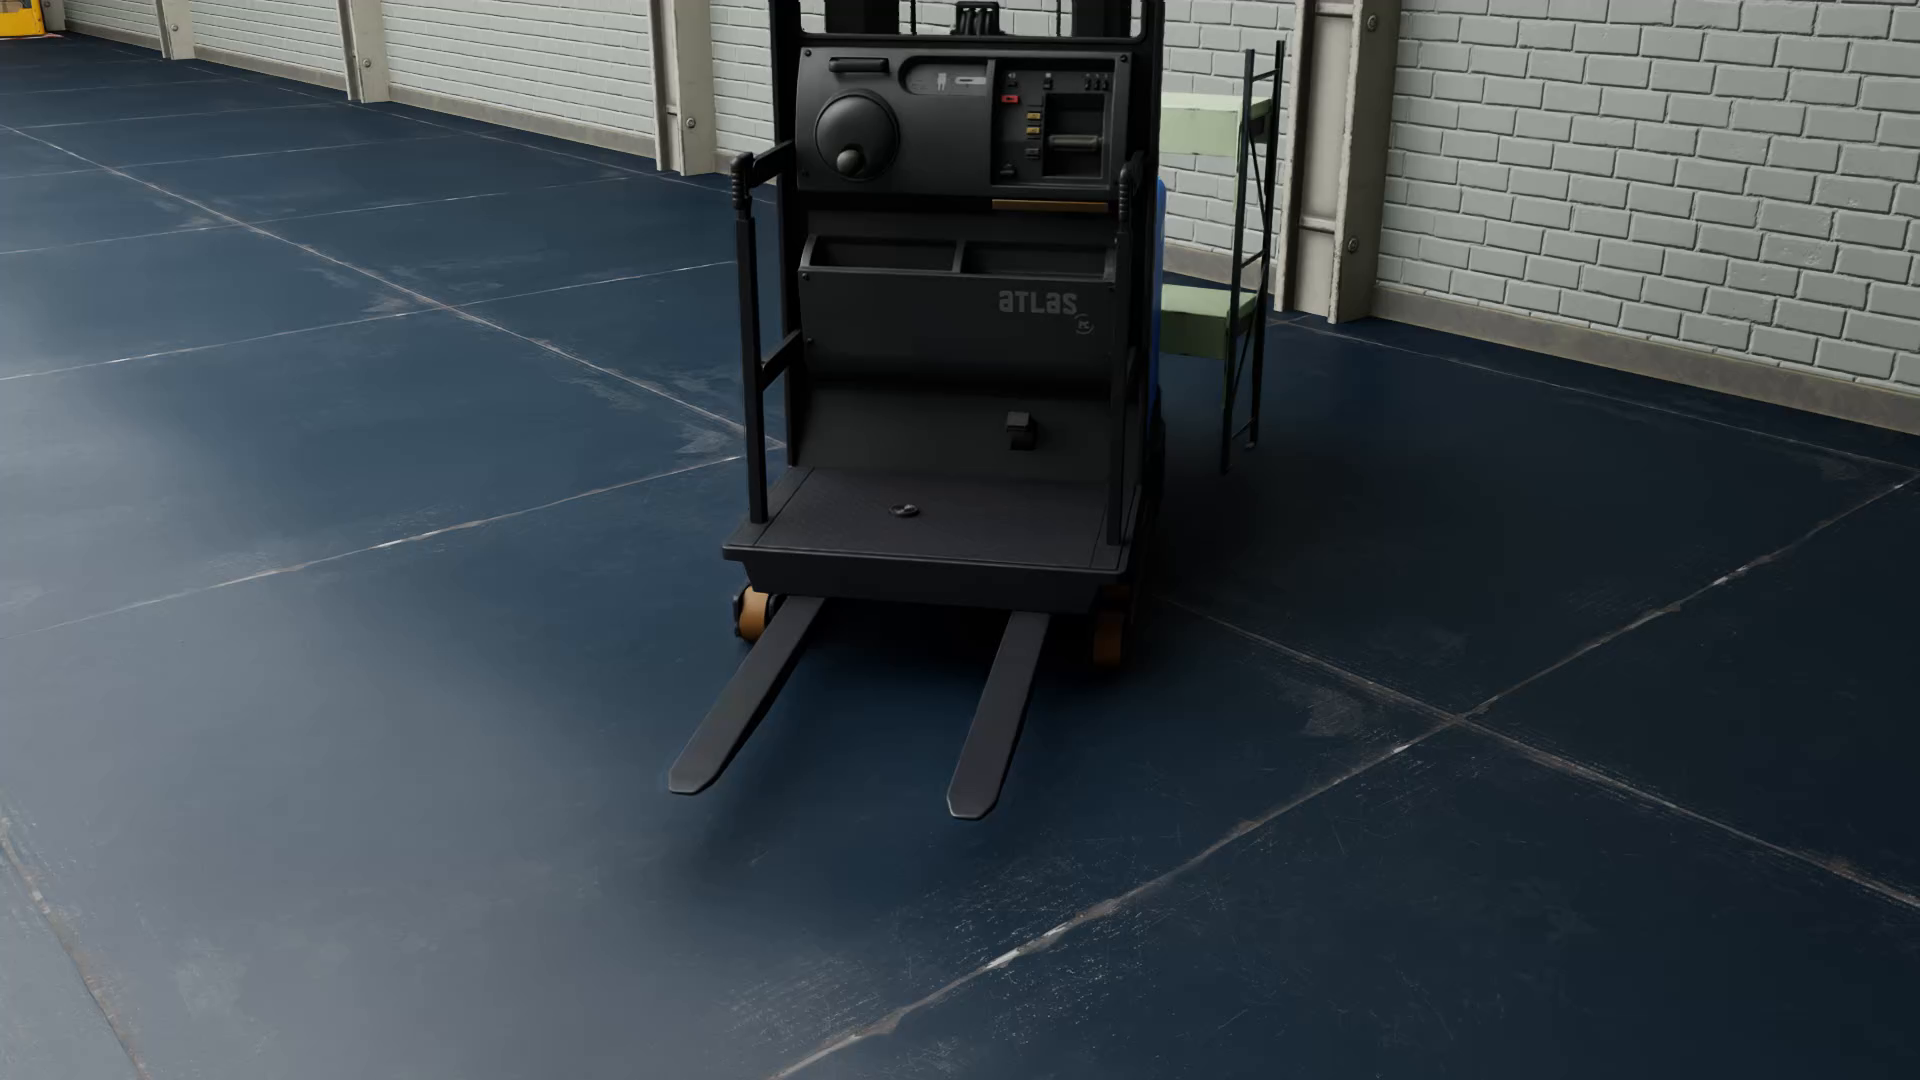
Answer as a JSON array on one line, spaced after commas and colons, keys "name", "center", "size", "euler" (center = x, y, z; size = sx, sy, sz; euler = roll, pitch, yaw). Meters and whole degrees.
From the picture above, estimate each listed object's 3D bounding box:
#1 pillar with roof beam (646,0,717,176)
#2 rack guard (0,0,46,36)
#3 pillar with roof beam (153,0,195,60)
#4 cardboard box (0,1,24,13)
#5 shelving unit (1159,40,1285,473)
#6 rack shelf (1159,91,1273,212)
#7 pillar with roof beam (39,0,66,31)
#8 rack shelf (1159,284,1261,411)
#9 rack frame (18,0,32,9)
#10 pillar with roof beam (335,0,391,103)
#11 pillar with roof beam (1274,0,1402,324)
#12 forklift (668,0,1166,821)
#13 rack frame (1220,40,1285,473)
[{"name": "pillar with roof beam", "center": [-5.336, -5.979, 8.411], "size": [9.100, 9.000, 0.400], "euler": [-17, 27, -37]}, {"name": "rack guard", "center": [-14.036, -7.606, 24.219], "size": [1.175, 0.500, 0.348], "euler": [-17, 27, -37]}, {"name": "pillar with roof beam", "center": [-13.169, -9.295, 16.876], "size": [9.100, 9.000, 0.400], "euler": [-17, 27, -37]}, {"name": "cardboard box", "center": [-14.224, -7.874, 24.670], "size": [0.500, 0.250, 0.500], "euler": [-17, 27, -37]}, {"name": "shelving unit", "center": [0.726, -1.070, 6.159], "size": [0.755, 1.500, 0.431], "euler": [10, 24, 24]}, {"name": "rack shelf", "center": [0.726, -1.433, 6.016], "size": [0.720, 0.370, 0.431], "euler": [10, 24, 24]}, {"name": "pillar with roof beam", "center": [-17.085, -10.952, 21.108], "size": [9.100, 9.000, 0.400], "euler": [-17, 27, -37]}, {"name": "rack shelf", "center": [0.726, -0.766, 6.277], "size": [0.720, 0.370, 0.431], "euler": [10, 24, 24]}, {"name": "rack frame", "center": [-14.052, -8.777, 23.780], "size": [1.000, 3.000, 0.127], "euler": [-17, 27, -37]}, {"name": "pillar with roof beam", "center": [-9.252, -7.637, 12.644], "size": [9.100, 9.000, 0.400], "euler": [-17, 27, -37]}, {"name": "pillar with roof beam", "center": [-1.419, -4.322, 4.179], "size": [9.100, 9.000, 0.400], "euler": [-17, 27, -37]}, {"name": "forklift", "center": [-0.029, -1.149, 4.400], "size": [1.130, 2.935, 3.031], "euler": [4, 22, 9]}, {"name": "rack frame", "center": [1.055, -1.011, 6.008], "size": [0.023, 1.500, 0.400], "euler": [10, 24, 24]}]
